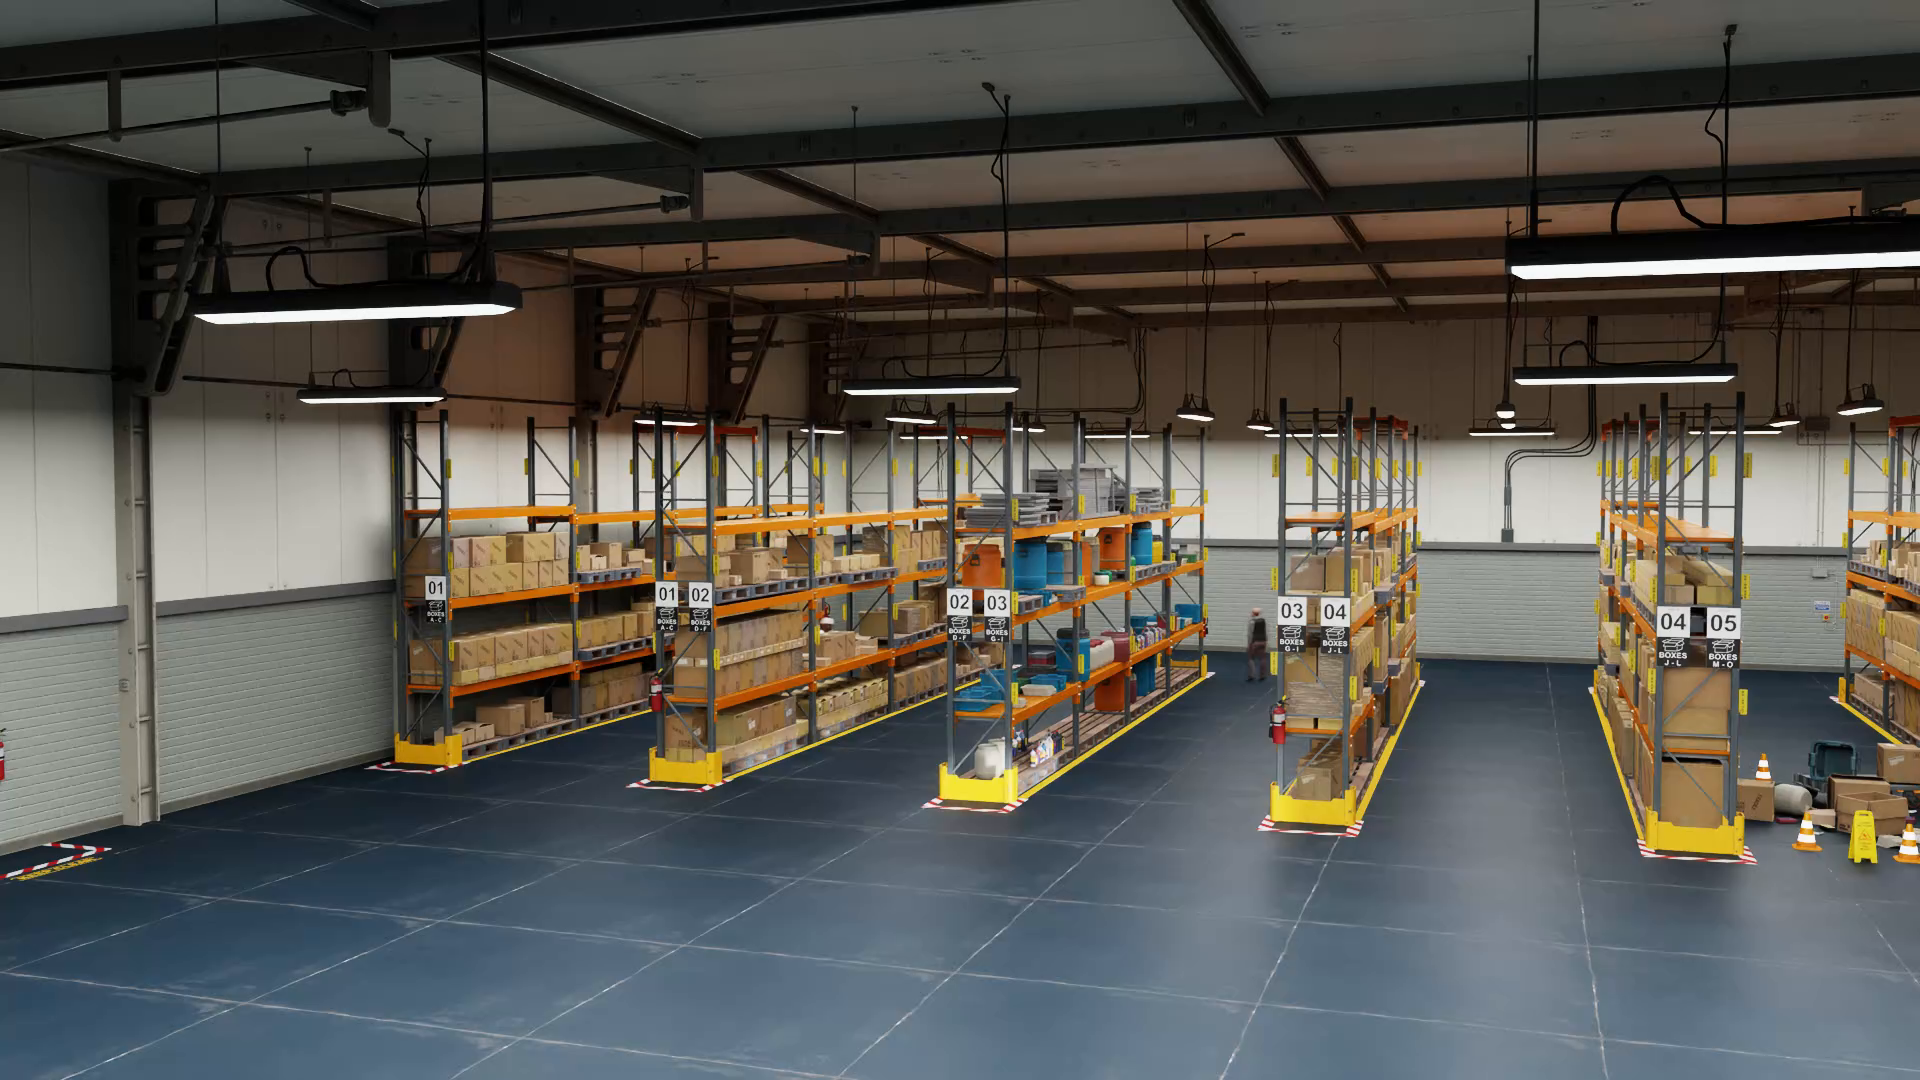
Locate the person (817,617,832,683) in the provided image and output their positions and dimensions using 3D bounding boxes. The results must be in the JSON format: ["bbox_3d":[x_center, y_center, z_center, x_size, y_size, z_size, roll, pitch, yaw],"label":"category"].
[{"bbox_3d":[-2.908,2.563,36.079,0.417,1.773,0.589,1,3,24],"label":"person"}]

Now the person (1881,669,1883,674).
[{"bbox_3d":[20.347,2.535,36.447,0.615,1.764,0.840,-2,3,-43],"label":"person"}]

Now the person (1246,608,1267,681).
[{"bbox_3d":[7.016,2.479,39.342,0.603,1.763,0.380,-2,3,-40],"label":"person"}]

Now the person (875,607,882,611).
[{"bbox_3d":[-1.788,2.455,39.590,0.591,1.713,0.605,2,3,41],"label":"person"}]
